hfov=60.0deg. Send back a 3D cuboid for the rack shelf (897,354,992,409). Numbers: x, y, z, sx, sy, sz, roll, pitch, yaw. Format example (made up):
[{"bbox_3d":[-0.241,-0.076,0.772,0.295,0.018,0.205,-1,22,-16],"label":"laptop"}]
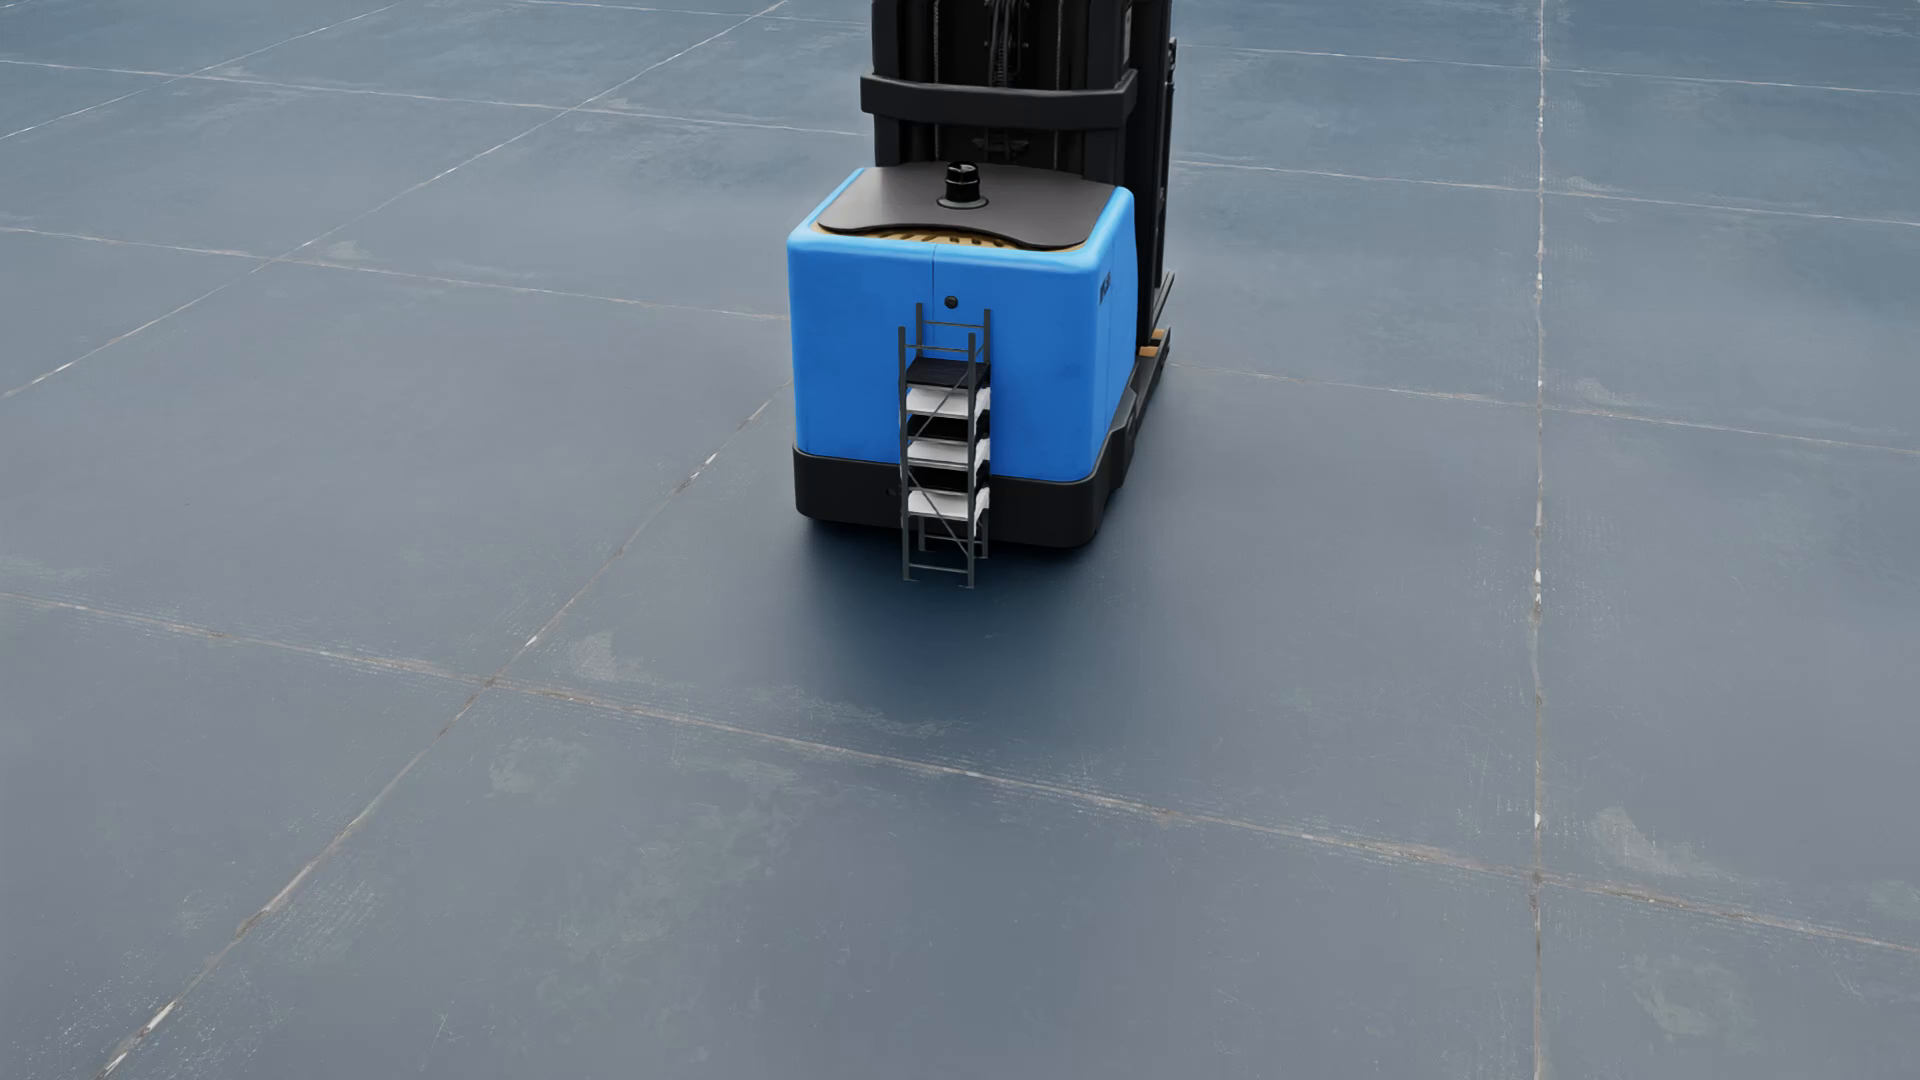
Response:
[{"bbox_3d":[-0.047,-0.500,5.237,0.258,0.077,0.200,7,30,12],"label":"rack shelf"}]

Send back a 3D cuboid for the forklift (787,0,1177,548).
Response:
[{"bbox_3d":[0.275,-1.955,6.250,1.130,2.935,3.031,7,30,12],"label":"forklift"}]

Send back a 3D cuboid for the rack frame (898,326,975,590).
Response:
[{"bbox_3d":[-0.071,-0.246,5.266,0.240,0.900,0.006,7,30,12],"label":"rack frame"}]

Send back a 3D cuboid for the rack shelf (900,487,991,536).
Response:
[{"bbox_3d":[-0.047,-0.107,5.456,0.258,0.077,0.200,7,30,12],"label":"rack shelf"}]

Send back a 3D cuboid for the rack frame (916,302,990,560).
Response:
[{"bbox_3d":[-0.022,-0.342,5.439,0.240,0.900,0.006,7,30,12],"label":"rack frame"}]

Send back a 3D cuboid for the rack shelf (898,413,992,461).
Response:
[{"bbox_3d":[-0.047,-0.343,5.325,0.258,0.077,0.200,7,30,12],"label":"rack shelf"}]

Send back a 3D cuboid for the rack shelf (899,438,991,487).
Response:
[{"bbox_3d":[-0.047,-0.265,5.368,0.258,0.077,0.200,7,30,12],"label":"rack shelf"}]

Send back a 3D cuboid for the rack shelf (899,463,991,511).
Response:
[{"bbox_3d":[-0.047,-0.186,5.412,0.258,0.077,0.200,7,30,12],"label":"rack shelf"}]

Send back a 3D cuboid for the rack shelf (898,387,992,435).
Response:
[{"bbox_3d":[-0.047,-0.422,5.281,0.258,0.077,0.200,7,30,12],"label":"rack shelf"}]

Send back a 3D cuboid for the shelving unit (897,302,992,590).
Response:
[{"bbox_3d":[-0.047,-0.294,5.352,0.258,0.900,0.210,7,30,12],"label":"shelving unit"}]
